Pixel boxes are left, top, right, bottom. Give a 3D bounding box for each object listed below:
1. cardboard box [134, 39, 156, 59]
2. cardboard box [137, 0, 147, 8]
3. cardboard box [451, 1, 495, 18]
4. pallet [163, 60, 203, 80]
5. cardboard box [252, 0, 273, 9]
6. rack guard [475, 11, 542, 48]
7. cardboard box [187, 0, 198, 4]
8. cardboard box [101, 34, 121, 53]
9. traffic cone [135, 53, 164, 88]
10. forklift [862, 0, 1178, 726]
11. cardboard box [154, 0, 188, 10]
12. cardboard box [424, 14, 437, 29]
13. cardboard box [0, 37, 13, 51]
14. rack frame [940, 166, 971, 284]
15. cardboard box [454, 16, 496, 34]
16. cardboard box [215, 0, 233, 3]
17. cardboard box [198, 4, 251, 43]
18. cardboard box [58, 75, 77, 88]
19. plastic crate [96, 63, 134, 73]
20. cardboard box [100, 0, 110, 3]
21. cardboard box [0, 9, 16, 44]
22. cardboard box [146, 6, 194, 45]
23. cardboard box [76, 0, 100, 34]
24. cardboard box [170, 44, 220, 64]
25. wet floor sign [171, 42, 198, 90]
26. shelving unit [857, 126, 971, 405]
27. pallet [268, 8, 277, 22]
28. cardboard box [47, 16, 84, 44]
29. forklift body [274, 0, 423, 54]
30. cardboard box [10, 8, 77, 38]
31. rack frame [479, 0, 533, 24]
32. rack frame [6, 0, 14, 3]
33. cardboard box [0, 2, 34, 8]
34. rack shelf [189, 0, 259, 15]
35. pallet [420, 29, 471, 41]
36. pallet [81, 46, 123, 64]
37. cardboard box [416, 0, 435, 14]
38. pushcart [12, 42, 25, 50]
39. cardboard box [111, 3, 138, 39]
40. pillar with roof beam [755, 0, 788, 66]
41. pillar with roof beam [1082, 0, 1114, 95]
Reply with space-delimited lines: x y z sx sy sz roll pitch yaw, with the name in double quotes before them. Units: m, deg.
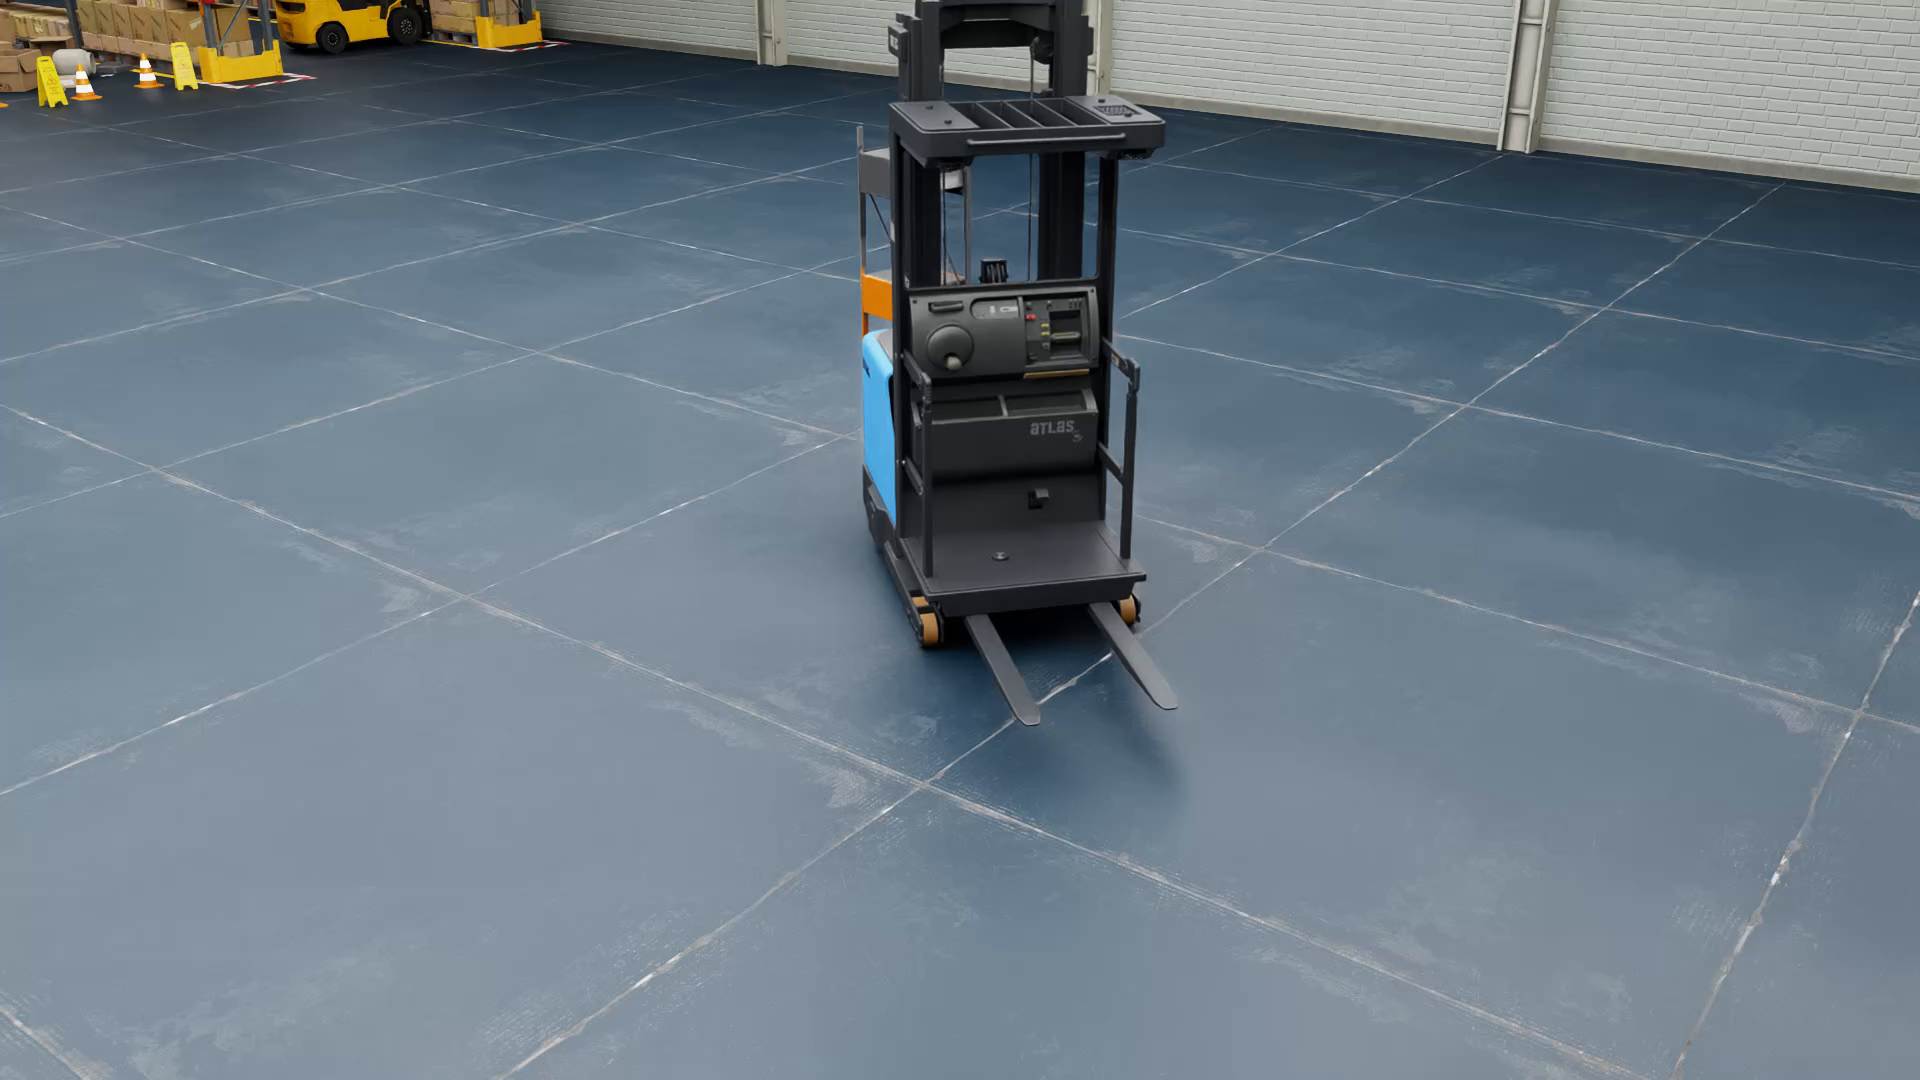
"cardboard box" -12.364 -7.608 25.687 0.500 0.250 0.500 16 28 31
"cardboard box" -12.265 -8.190 25.272 0.250 0.149 0.380 18 30 35
"cardboard box" -8.327 -9.095 28.441 0.500 0.250 0.500 16 29 33
"pallet" -11.414 -7.263 25.473 1.213 0.211 1.003 17 29 33
"cardboard box" -13.133 -10.645 32.114 0.625 0.625 0.875 18 29 35
"rack guard" -7.731 -8.766 28.525 0.348 0.500 1.175 17 29 33
"cardboard box" -12.041 -8.129 25.939 0.500 0.500 0.500 17 29 34
"cardboard box" -13.181 -7.859 26.256 0.500 0.250 0.500 19 30 36
"traffic cone" -11.842 -6.840 24.200 0.334 0.463 0.336 17 29 33
"forklift" 0.268 -0.988 7.858 1.130 2.935 3.031 -5 24 -12
"cardboard box" -11.856 -8.064 24.986 0.250 0.149 0.380 18 29 35
"cardboard box" -9.103 -9.108 29.091 0.500 0.250 0.500 17 29 34
"cardboard box" -14.401 -7.064 24.490 0.503 0.637 0.797 17 29 33
"rack frame" -0.089 -1.256 9.496 0.400 2.100 0.015 -21 31 -39
"cardboard box" -8.316 -8.861 28.530 0.500 0.250 0.500 17 29 34
"cardboard box" -14.619 -10.931 32.919 0.500 0.500 0.500 18 29 35
"cardboard box" -11.223 -7.880 25.374 0.500 0.500 0.500 16 28 32
"cardboard box" -12.984 -6.674 24.212 0.380 0.149 0.250 -10 26 -21
"plastic crate" -13.160 -7.300 25.719 0.583 0.080 0.402 7 25 15
"cardboard box" -13.138 -8.451 25.865 0.250 0.149 0.380 18 30 35
"cardboard box" -14.968 -7.901 25.624 0.500 0.500 0.500 17 29 33
"cardboard box" -11.941 -7.825 25.248 0.500 0.500 0.500 18 30 35
"cardboard box" -13.615 -8.328 26.390 0.500 0.500 0.500 18 30 36
"cardboard box" -11.552 -7.361 25.127 0.500 0.250 0.500 17 29 33
"wet floor sign" -11.214 -6.845 23.984 0.267 0.644 0.232 -15 28 -30
"shelving unit" -0.257 -1.327 9.658 0.431 2.100 0.503 -21 31 -39
"pallet" -12.544 -10.067 31.836 1.213 0.211 1.003 17 29 33
"cardboard box" -14.346 -8.396 27.324 0.625 0.372 0.950 17 29 34
"forklift body" -10.362 -9.397 27.910 1.214 2.155 2.313 17 29 33
"cardboard box" -15.481 -8.736 28.096 0.625 0.372 0.950 18 29 35
"rack frame" -7.750 -9.915 28.034 0.127 3.000 1.000 17 29 33
"rack frame" -17.126 -10.248 28.788 0.127 3.000 1.000 17 29 33
"cardboard box" -16.680 -9.097 28.916 0.625 0.372 0.950 15 28 30
"rack shelf" -12.325 -8.467 25.640 4.000 0.370 1.077 17 29 33
"pallet" -9.359 -9.106 29.655 1.213 0.211 1.003 17 29 33
"pallet" -13.366 -7.853 26.812 1.213 0.211 1.003 17 29 33
"cardboard box" -9.148 -9.338 28.992 0.500 0.250 0.500 16 28 32
"pushcart" -15.252 -7.333 25.424 0.936 0.377 1.648 7 25 15
"cardboard box" -12.765 -8.076 25.819 0.500 0.500 0.500 19 30 36
"pillar with roof beam" -5.548 -10.280 21.421 0.400 9.000 9.100 17 29 33
"pillar with roof beam" -0.746 -8.829 18.128 0.400 9.000 9.100 17 29 33
